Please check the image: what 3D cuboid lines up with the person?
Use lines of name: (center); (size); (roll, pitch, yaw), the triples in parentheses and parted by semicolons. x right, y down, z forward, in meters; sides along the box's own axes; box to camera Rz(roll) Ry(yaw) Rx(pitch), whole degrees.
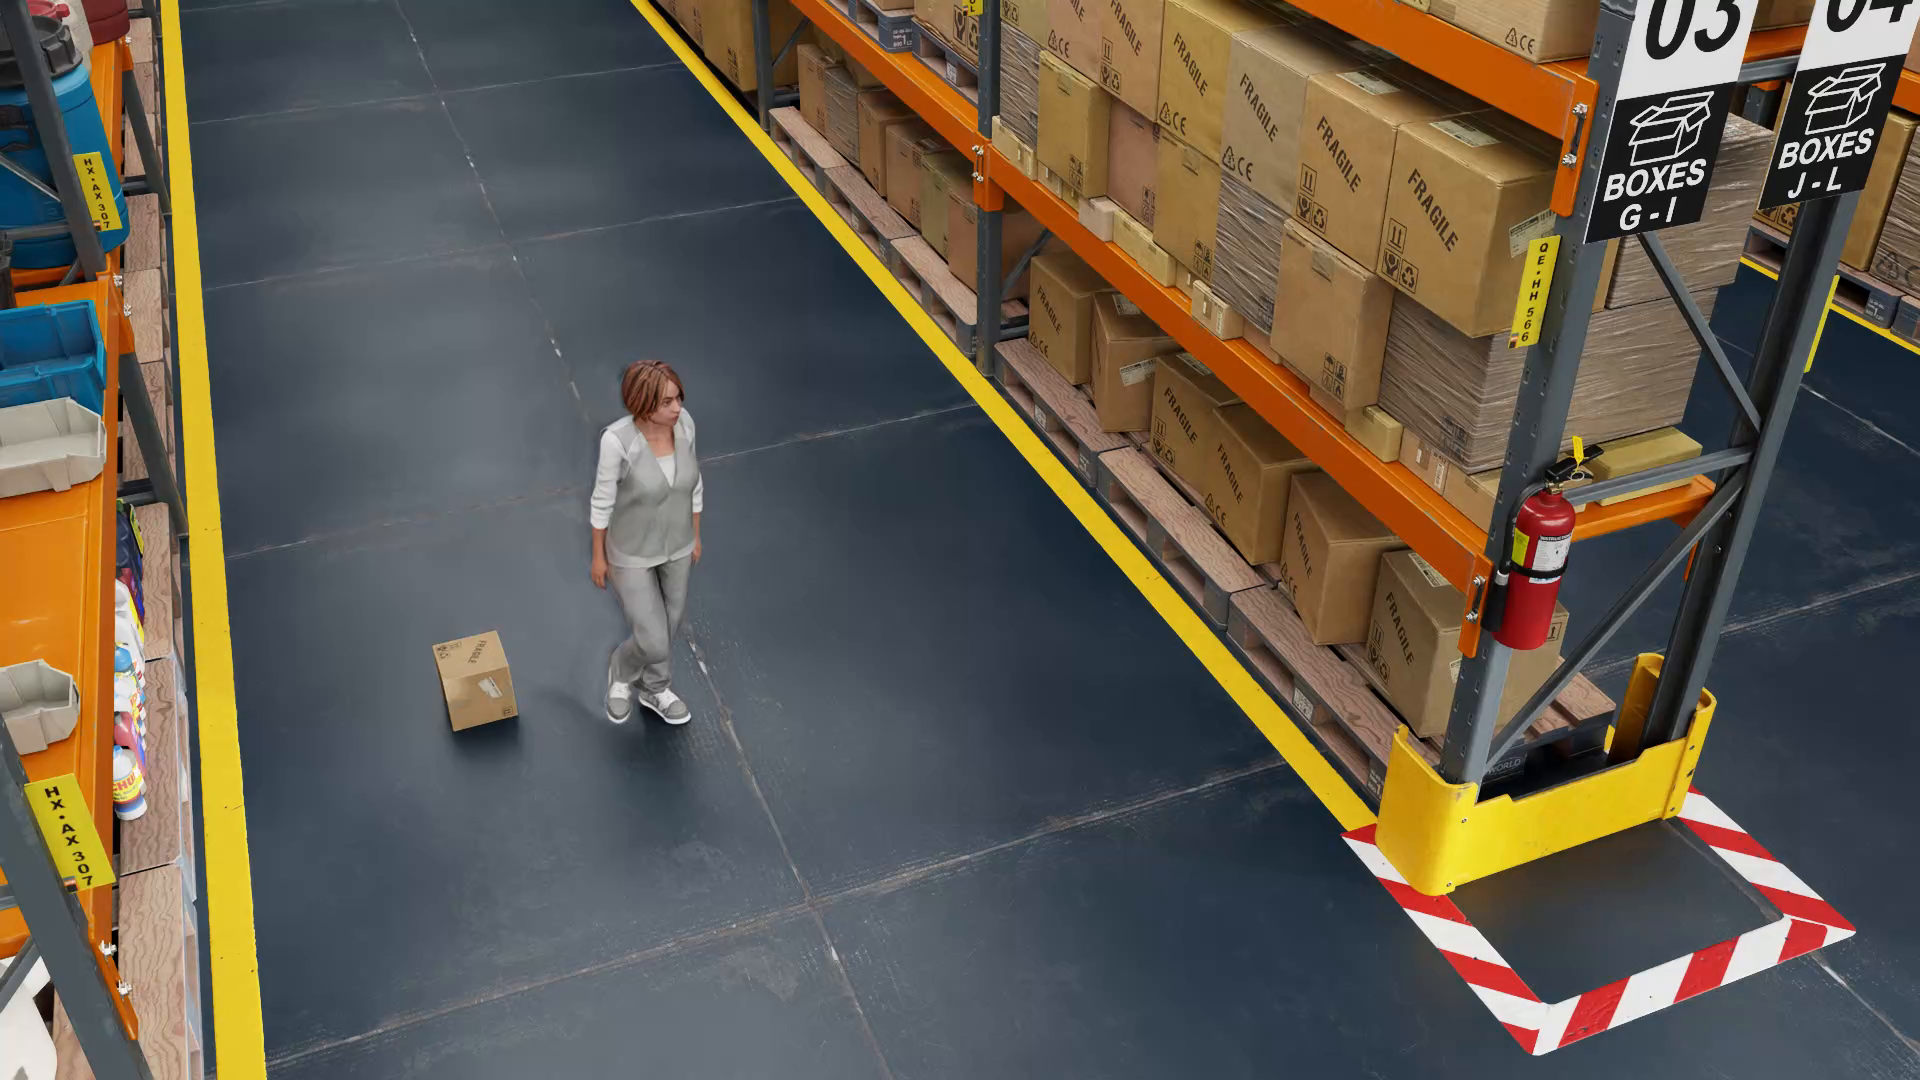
person: (-1.138, 0.031, 6.082); (0.430, 1.586, 0.463); (29, 43, 36)
